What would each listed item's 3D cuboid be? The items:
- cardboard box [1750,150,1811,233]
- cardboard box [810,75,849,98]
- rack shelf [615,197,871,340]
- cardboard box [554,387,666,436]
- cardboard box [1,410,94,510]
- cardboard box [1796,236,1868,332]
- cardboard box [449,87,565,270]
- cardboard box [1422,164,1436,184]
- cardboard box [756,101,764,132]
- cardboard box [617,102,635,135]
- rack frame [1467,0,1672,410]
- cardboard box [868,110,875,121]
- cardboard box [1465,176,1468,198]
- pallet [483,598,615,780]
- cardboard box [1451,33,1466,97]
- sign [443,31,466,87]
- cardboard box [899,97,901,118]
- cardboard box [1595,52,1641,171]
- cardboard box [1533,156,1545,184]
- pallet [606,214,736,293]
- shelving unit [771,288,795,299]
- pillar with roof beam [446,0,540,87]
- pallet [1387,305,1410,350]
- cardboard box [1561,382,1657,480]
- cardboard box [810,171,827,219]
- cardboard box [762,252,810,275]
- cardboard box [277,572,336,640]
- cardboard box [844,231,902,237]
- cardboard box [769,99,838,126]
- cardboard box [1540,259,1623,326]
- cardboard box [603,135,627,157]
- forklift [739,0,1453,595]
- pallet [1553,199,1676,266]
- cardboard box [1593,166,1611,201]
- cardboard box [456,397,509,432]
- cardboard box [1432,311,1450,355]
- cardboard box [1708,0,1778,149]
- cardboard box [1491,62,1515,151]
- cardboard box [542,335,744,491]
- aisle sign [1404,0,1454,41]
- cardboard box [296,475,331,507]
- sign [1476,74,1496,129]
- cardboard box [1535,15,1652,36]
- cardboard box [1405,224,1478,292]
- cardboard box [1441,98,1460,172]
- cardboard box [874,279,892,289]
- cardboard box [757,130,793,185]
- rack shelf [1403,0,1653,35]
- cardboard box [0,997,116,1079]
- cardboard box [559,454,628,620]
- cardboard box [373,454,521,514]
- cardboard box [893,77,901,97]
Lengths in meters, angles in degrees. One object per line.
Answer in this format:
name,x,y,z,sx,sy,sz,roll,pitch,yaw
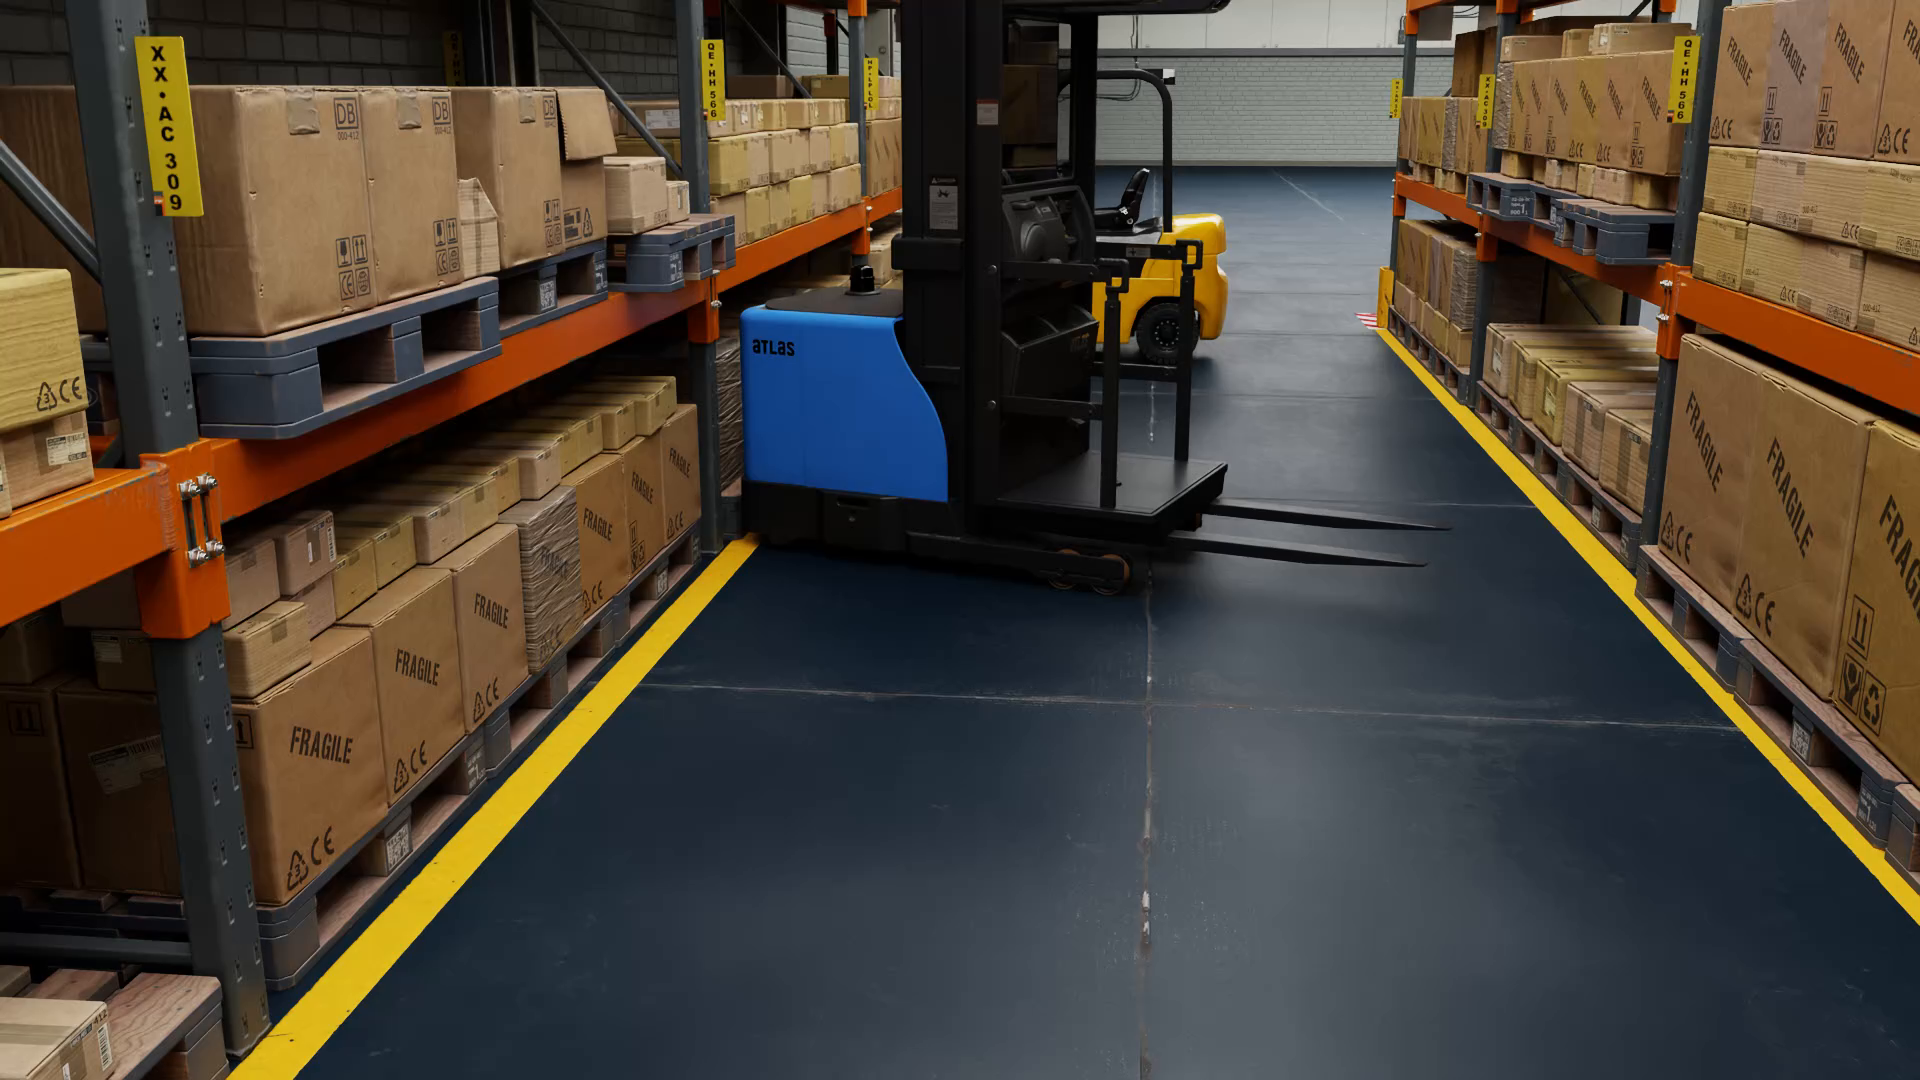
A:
cardboard box,3.001,-1.170,5.571,0.500,0.250,0.500,2,15,8
cardboard box,-0.787,-3.021,11.082,0.380,0.149,0.250,2,15,7
rack shelf,-1.344,-1.576,9.121,1.077,0.370,4.000,2,15,6
cardboard box,-1.374,-0.506,6.529,0.380,0.149,0.250,1,15,3
cardboard box,-1.806,-0.155,2.971,0.380,0.149,0.250,2,15,7
cardboard box,2.952,-0.797,5.152,0.500,0.250,0.500,2,15,8
cardboard box,-1.597,-1.074,4.893,0.700,0.500,0.500,2,15,6
cardboard box,3.827,-2.866,12.995,0.380,0.149,0.250,2,15,8
cardboard box,-1.193,-2.110,8.286,0.380,0.149,0.250,2,15,7
cardboard box,-1.725,-1.992,7.850,0.380,0.149,0.250,2,15,6
rack frame,3.814,-2.296,10.408,1.000,3.000,0.127,2,15,6
cardboard box,-0.793,-2.945,11.373,0.380,0.149,0.250,2,15,8
cardboard box,3.569,-2.332,11.022,0.380,0.149,0.250,2,15,8
pallet,-1.831,0.450,5.594,1.003,0.211,1.213,2,15,6
cardboard box,4.425,-3.869,13.549,0.700,0.500,0.500,1,15,5
sign,-2.121,-1.979,7.015,0.100,0.325,0.005,2,15,6
cardboard box,-0.626,-3.278,12.605,0.380,0.149,0.250,1,15,5
cardboard box,3.186,-1.914,7.428,0.500,0.500,0.500,1,15,5
cardboard box,3.374,-2.038,9.129,0.380,0.149,0.250,2,15,7
pallet,-1.576,-1.134,6.476,1.213,0.211,1.003,2,15,6
shelving unit,-0.776,-0.706,8.250,0.215,1.050,0.252,5,17,18
pillar with roof beam,1.960,-4.538,7.205,9.100,9.000,0.400,2,15,6
pallet,4.130,-1.758,13.760,1.003,0.211,1.213,2,15,6
cardboard box,3.512,-0.531,8.109,0.950,0.372,0.625,1,15,5
cardboard box,-1.053,-1.972,9.497,0.500,0.250,0.500,2,15,7
cardboard box,-1.255,-1.933,11.612,0.500,0.250,0.500,2,15,7
cardboard box,-1.762,0.165,4.048,0.380,0.149,0.250,1,15,5
cardboard box,-0.639,-2.178,12.516,0.500,0.250,0.500,2,15,8
cardboard box,-0.925,-2.506,9.750,0.380,0.149,0.250,1,15,5
cardboard box,4.149,-1.679,11.151,0.500,0.500,0.500,2,15,9
cardboard box,-1.795,-1.698,7.524,0.500,0.250,0.500,2,15,8
forklift,0.569,-1.346,7.026,3.031,2.935,1.130,7,17,24
pallet,3.338,-1.354,7.292,1.213,0.211,1.003,2,15,6
cardboard box,3.145,-1.636,7.642,0.380,0.149,0.250,1,15,4
cardboard box,-1.943,-0.452,6.330,0.380,0.149,0.250,2,15,7
cardboard box,3.664,-1.471,11.820,0.500,0.250,0.500,1,15,5
cardboard box,3.064,-1.669,5.981,0.500,0.500,0.500,1,15,4
cardboard box,3.476,-2.578,9.883,0.500,0.500,0.500,2,15,8
cardboard box,-1.485,-0.622,7.960,0.875,0.625,0.625,2,15,8
aisle sign,3.965,-4.614,13.999,0.394,0.787,0.004,2,15,6
cardboard box,-2.162,-0.117,5.089,0.380,0.149,0.250,2,15,7
sign,3.274,-2.728,10.347,0.100,0.325,0.005,2,15,6
cardboard box,4.079,-3.079,10.624,0.700,0.500,0.500,2,15,6
cardboard box,3.843,-2.228,13.182,0.500,0.500,0.500,1,15,4
cardboard box,3.723,-2.879,11.802,0.500,0.500,0.500,2,15,8
cardboard box,-0.757,-1.675,11.614,0.500,0.250,0.500,2,15,6
cardboard box,-1.142,-1.946,8.442,0.500,0.250,0.500,1,15,5
rack shelf,4.040,-3.916,12.029,1.077,0.370,4.000,2,15,6
cardboard box,-1.792,0.960,3.023,0.380,0.149,0.250,1,15,5
cardboard box,-1.527,-0.019,5.970,0.500,0.500,0.500,2,15,9
cardboard box,-1.629,-0.172,5.295,0.380,0.149,0.250,2,15,6
cardboard box,-0.665,-3.487,12.807,0.380,0.149,0.250,2,15,7
